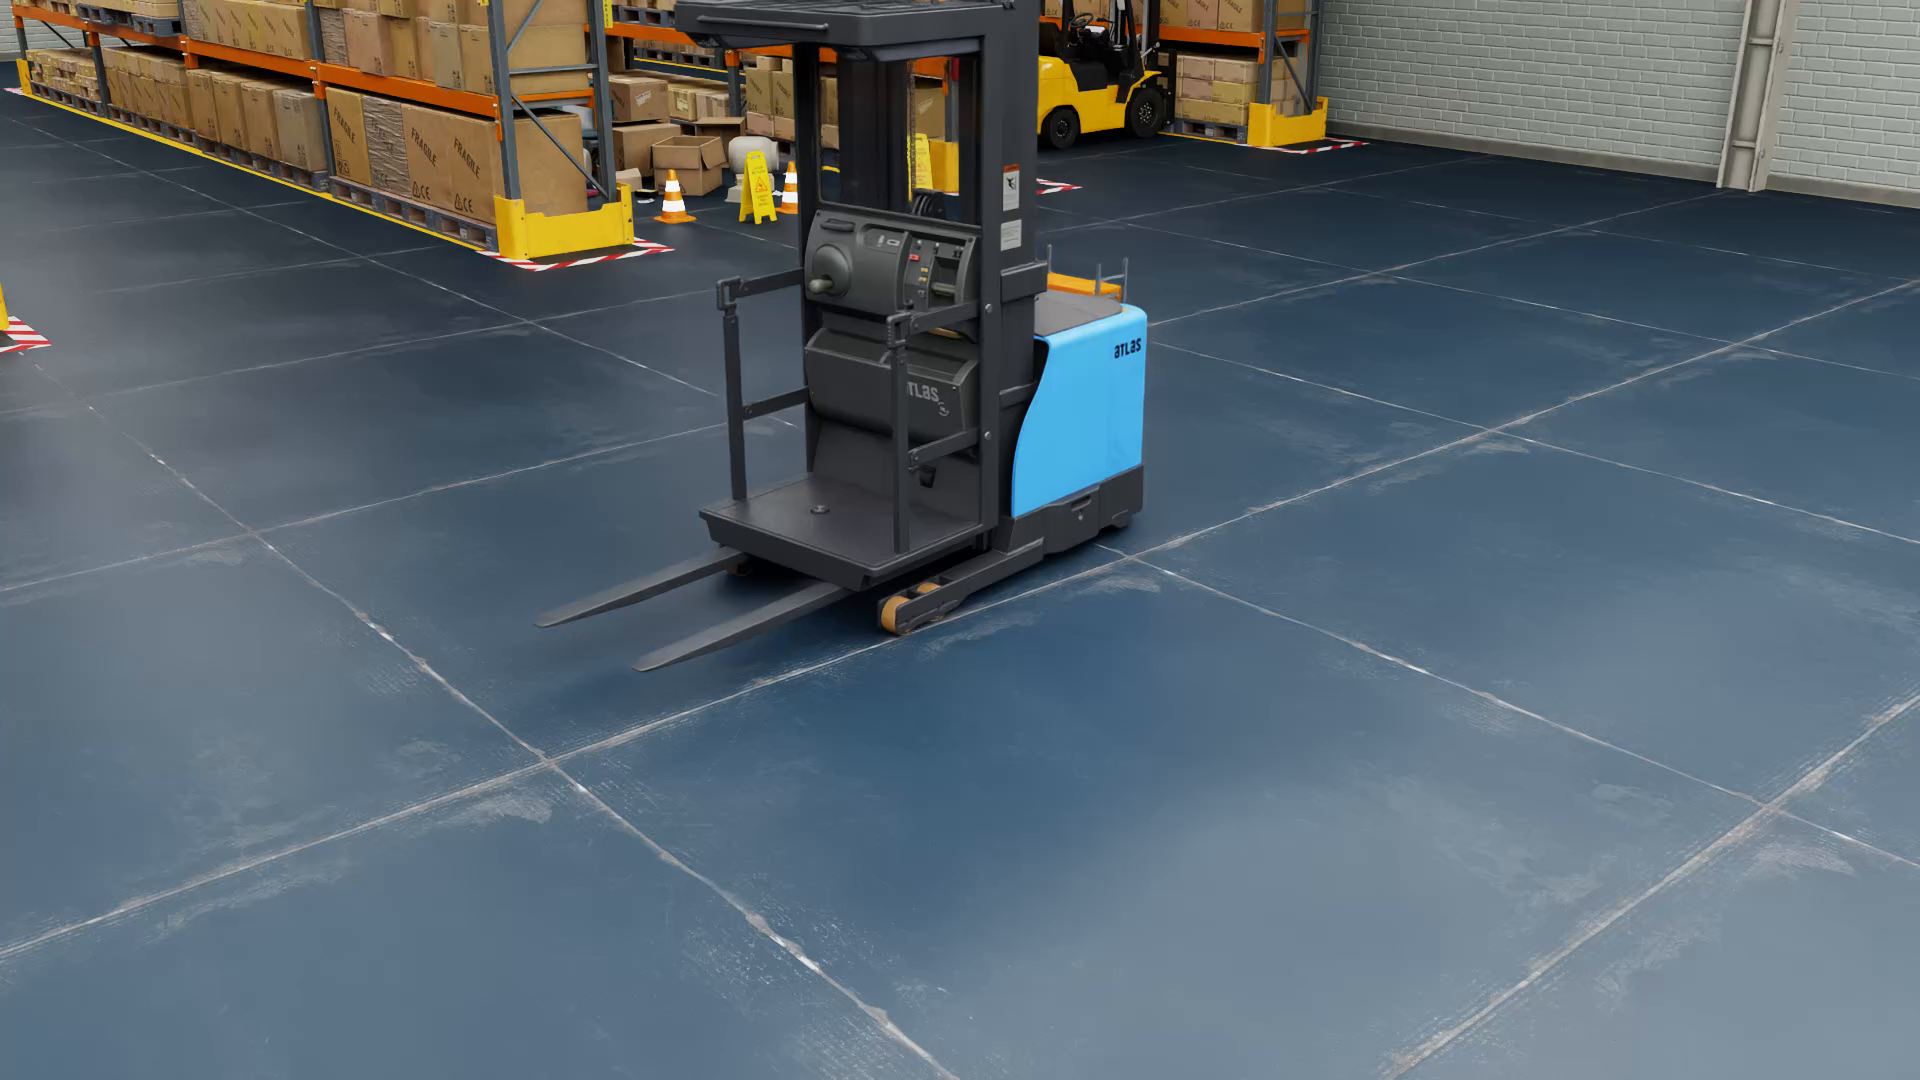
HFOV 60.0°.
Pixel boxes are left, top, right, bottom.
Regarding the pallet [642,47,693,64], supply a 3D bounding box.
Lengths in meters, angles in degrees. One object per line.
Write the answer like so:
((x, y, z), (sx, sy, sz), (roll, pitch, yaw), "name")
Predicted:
((-5.062, -8.873, 30.349), (1.003, 0.211, 1.213), (-17, 27, -37), "pallet")

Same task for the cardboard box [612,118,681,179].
((-3.420, -4.186, 17.795), (0.797, 0.637, 0.503), (-17, 27, -37), "cardboard box")

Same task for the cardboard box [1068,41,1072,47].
((1.486, -6.606, 22.561), (0.500, 0.250, 0.500), (-18, 28, -38), "cardboard box")

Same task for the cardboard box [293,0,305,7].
((-6.362, -5.693, 16.897), (0.700, 0.500, 0.500), (-18, 28, -38), "cardboard box")

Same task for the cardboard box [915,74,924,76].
((-0.737, -4.990, 18.776), (0.500, 0.500, 0.500), (-17, 27, -36), "cardboard box")

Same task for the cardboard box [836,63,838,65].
((-1.641, -7.636, 26.219), (0.500, 0.500, 0.500), (-16, 27, -36), "cardboard box")

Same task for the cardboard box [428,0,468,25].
((-4.064, -4.754, 14.323), (0.875, 0.550, 0.550), (-17, 27, -37), "cardboard box")

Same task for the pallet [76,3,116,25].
((-10.867, -6.920, 21.802), (1.003, 0.211, 1.213), (-17, 27, -37), "pallet")

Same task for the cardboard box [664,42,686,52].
((-4.891, -9.057, 29.847), (0.700, 0.500, 0.500), (-19, 28, -39), "cardboard box")

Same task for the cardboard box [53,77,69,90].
((-12.948, -6.654, 24.192), (0.380, 0.149, 0.250), (-19, 28, -40), "cardboard box")

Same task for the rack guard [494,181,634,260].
((-3.407, -2.769, 14.369), (1.175, 0.500, 0.348), (-17, 27, -37), "rack guard")

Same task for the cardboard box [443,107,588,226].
((-3.915, -3.318, 14.679), (0.875, 0.875, 0.875), (-17, 27, -37), "cardboard box")

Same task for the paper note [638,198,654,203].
((-3.133, -3.382, 16.580), (0.144, 0.017, 0.142), (-8, 23, -19), "paper note")

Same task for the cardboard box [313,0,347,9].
((-5.819, -5.507, 16.246), (0.875, 0.550, 0.550), (-17, 27, -37), "cardboard box")

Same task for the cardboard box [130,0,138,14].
((-9.804, -6.465, 20.146), (0.380, 0.149, 0.250), (-18, 28, -38), "cardboard box")

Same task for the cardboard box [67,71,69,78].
((-12.649, -6.736, 23.994), (0.380, 0.149, 0.250), (-16, 26, -35), "cardboard box")

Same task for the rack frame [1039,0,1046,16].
((1.408, -7.434, 22.851), (1.000, 3.000, 0.127), (-17, 27, -37), "rack frame")

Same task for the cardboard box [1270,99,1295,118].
((3.847, -5.426, 20.919), (0.500, 0.250, 0.500), (-17, 27, -37), "cardboard box")

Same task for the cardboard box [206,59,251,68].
((-8.911, -5.779, 20.449), (0.500, 0.250, 0.500), (-19, 28, -40), "cardboard box")

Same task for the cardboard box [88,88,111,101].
((-11.770, -6.151, 22.907), (0.380, 0.149, 0.250), (-17, 27, -37), "cardboard box")

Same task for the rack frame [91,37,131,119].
((-11.256, -7.255, 22.395), (1.000, 3.000, 0.127), (-17, 27, -37), "rack frame")

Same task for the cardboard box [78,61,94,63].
((-12.160, -6.655, 23.380), (0.380, 0.149, 0.250), (-16, 27, -36), "cardboard box")

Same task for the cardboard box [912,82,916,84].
((-0.802, -4.713, 18.071), (0.500, 0.500, 0.500), (-16, 27, -36), "cardboard box")

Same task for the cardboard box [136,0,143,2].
((-9.661, -6.541, 19.931), (0.380, 0.149, 0.250), (-17, 27, -36), "cardboard box")

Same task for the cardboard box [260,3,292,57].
((-6.906, -5.312, 17.295), (0.500, 0.500, 0.500), (-18, 28, -38), "cardboard box")

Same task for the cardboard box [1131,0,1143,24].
((2.496, -6.872, 21.279), (0.500, 0.500, 0.500), (-17, 27, -37), "cardboard box")

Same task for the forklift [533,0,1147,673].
((-0.443, -1.170, 6.952), (1.130, 2.935, 3.031), (17, 27, 37), "forklift")

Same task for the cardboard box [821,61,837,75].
((-1.618, -5.326, 18.747), (0.380, 0.149, 0.250), (-16, 26, -34), "cardboard box")

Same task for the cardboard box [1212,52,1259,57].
((3.520, -6.025, 21.076), (0.500, 0.250, 0.500), (-17, 27, -37), "cardboard box")

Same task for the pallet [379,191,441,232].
((-4.796, -3.181, 15.815), (1.003, 0.211, 1.213), (-17, 27, -37), "pallet")

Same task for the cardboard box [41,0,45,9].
((-13.000, -7.734, 23.961), (0.380, 0.149, 0.250), (-18, 28, -38), "cardboard box")

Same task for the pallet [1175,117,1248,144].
((3.489, -5.232, 21.052), (1.003, 0.211, 1.213), (-17, 27, -37), "pallet")

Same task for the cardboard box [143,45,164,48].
((-10.578, -6.490, 22.265), (0.500, 0.250, 0.500), (-18, 28, -39), "cardboard box")

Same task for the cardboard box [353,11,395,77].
((-5.144, -4.692, 15.644), (0.875, 0.550, 0.550), (-17, 27, -37), "cardboard box")

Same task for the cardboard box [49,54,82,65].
((-13.045, -7.004, 24.272), (0.380, 0.149, 0.250), (-16, 27, -35), "cardboard box")

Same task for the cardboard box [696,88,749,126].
((-2.694, -5.367, 20.602), (0.950, 0.372, 0.625), (-17, 27, -37), "cardboard box")

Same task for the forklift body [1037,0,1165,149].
((1.400, -6.023, 20.413), (2.313, 2.155, 1.214), (-17, 27, -37), "forklift body")

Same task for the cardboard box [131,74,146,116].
((-10.275, -5.732, 21.358), (0.500, 0.500, 0.500), (-17, 27, -37), "cardboard box")

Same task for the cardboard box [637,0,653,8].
((-3.871, -6.843, 21.110), (0.380, 0.149, 0.250), (-16, 27, -36), "cardboard box")

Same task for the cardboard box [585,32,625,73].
((-5.348, -6.773, 23.501), (0.875, 0.875, 0.875), (-18, 28, -38), "cardboard box")

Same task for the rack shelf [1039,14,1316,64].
((2.714, -6.546, 21.571), (1.077, 0.370, 4.000), (-17, 27, -37), "rack shelf")

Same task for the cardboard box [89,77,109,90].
((-11.702, -6.273, 22.813), (0.380, 0.149, 0.250), (-17, 27, -36), "cardboard box")

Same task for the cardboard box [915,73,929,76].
((-0.373, -7.275, 25.124), (0.875, 0.625, 0.625), (-16, 27, -36), "cardboard box")

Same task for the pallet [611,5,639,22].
((-4.415, -7.095, 22.250), (1.213, 0.211, 1.003), (-17, 27, -37), "pallet")

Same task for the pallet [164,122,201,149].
((-9.154, -5.068, 20.634), (1.003, 0.211, 1.213), (-17, 27, -37), "pallet")

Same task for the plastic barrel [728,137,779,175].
((-2.234, -4.157, 18.016), (0.512, 0.421, 0.421), (0, 21, -1), "plastic barrel")

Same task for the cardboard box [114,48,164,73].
((-10.624, -6.222, 21.581), (0.500, 0.250, 0.500), (-17, 27, -36), "cardboard box")

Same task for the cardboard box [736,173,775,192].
((-2.124, -3.700, 17.226), (0.380, 0.149, 0.250), (-4, 22, -10), "cardboard box")

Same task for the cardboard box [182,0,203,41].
((-8.556, -6.008, 19.074), (0.500, 0.500, 0.500), (-17, 27, -37), "cardboard box")

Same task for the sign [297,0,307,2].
((-6.438, -5.415, 16.218), (0.100, 0.325, 0.005), (-17, 27, -37), "sign")

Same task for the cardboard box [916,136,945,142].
((-0.486, -4.227, 17.858), (0.500, 0.250, 0.500), (-18, 27, -38), "cardboard box")

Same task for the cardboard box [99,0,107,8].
((-10.672, -6.830, 21.079), (0.380, 0.149, 0.250), (-19, 28, -40), "cardboard box")

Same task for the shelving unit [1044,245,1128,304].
((0.553, -0.870, 8.544), (0.503, 1.200, 0.258), (18, 25, 39), "shelving unit")

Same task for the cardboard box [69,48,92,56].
((-13.209, -7.336, 25.119), (0.380, 0.149, 0.250), (-17, 27, -36), "cardboard box")

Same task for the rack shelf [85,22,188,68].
((-9.950, -6.368, 21.115), (1.077, 0.370, 4.000), (-17, 27, -37), "rack shelf")
